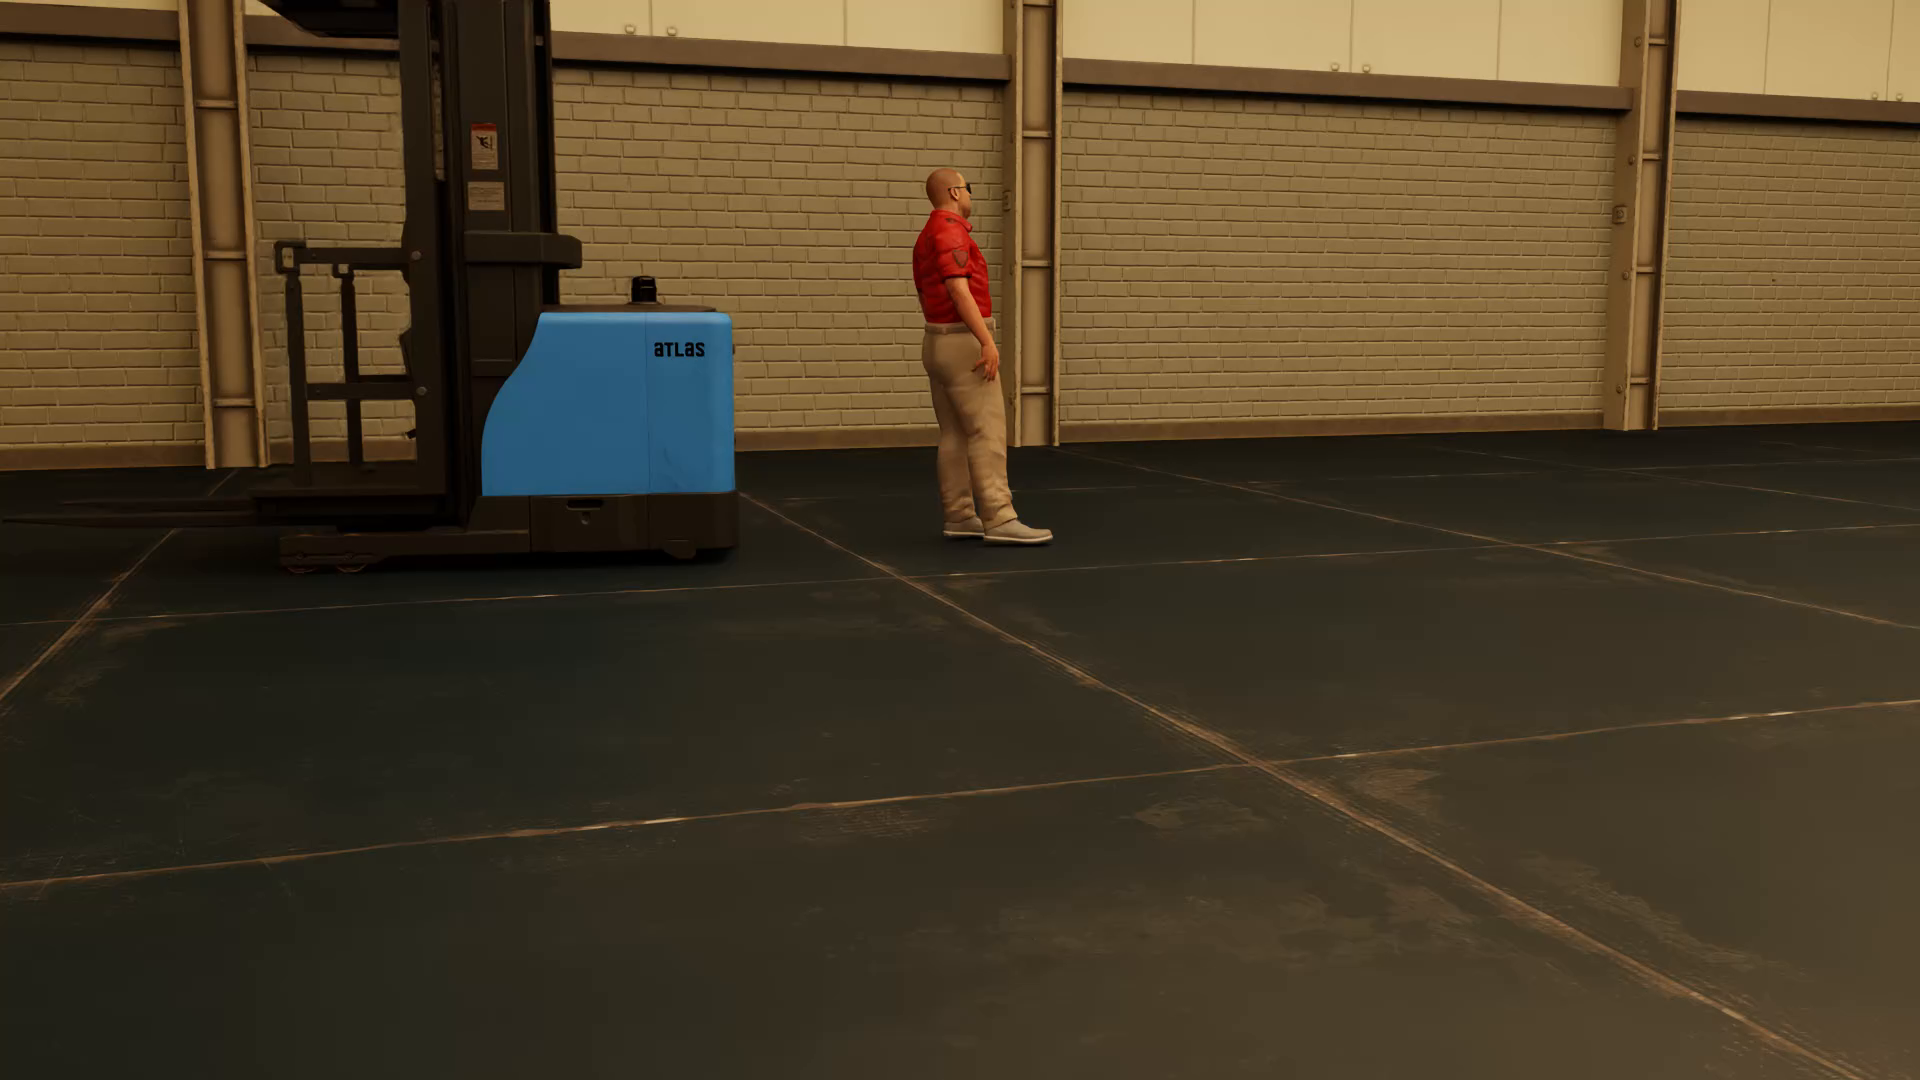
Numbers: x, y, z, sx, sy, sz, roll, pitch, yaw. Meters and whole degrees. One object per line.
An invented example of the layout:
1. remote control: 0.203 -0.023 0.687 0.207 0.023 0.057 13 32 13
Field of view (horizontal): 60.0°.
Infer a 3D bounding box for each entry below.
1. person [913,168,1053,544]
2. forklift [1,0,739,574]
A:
1. person: 0.089 -0.867 7.824 0.550 1.727 0.641 -3 8 -18
2. forklift: -2.521 -1.388 7.255 3.031 2.935 1.130 -1 8 -8
